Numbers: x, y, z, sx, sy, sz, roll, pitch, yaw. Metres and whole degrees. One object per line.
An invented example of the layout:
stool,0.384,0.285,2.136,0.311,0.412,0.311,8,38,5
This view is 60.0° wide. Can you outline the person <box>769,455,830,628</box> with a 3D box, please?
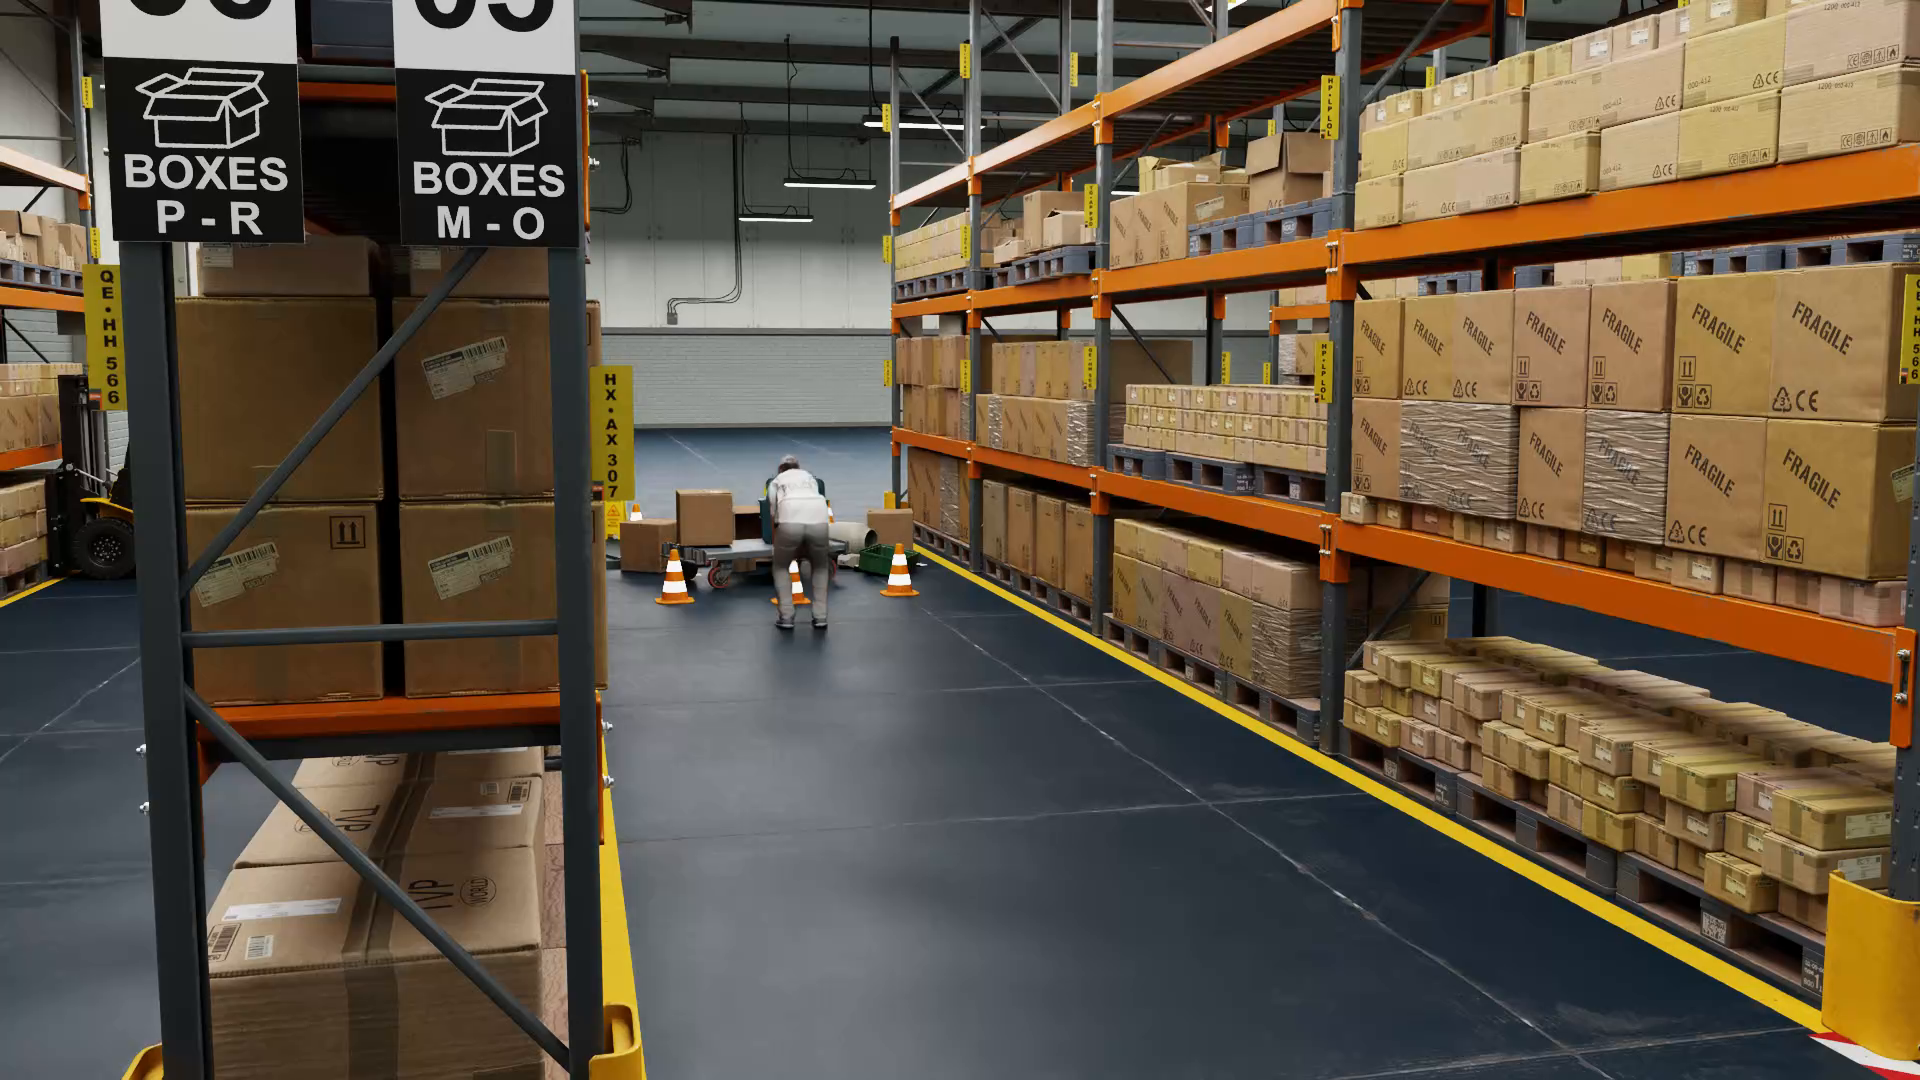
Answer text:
person,-1.319,0.009,13.517,0.464,1.363,0.858,-2,6,-15
